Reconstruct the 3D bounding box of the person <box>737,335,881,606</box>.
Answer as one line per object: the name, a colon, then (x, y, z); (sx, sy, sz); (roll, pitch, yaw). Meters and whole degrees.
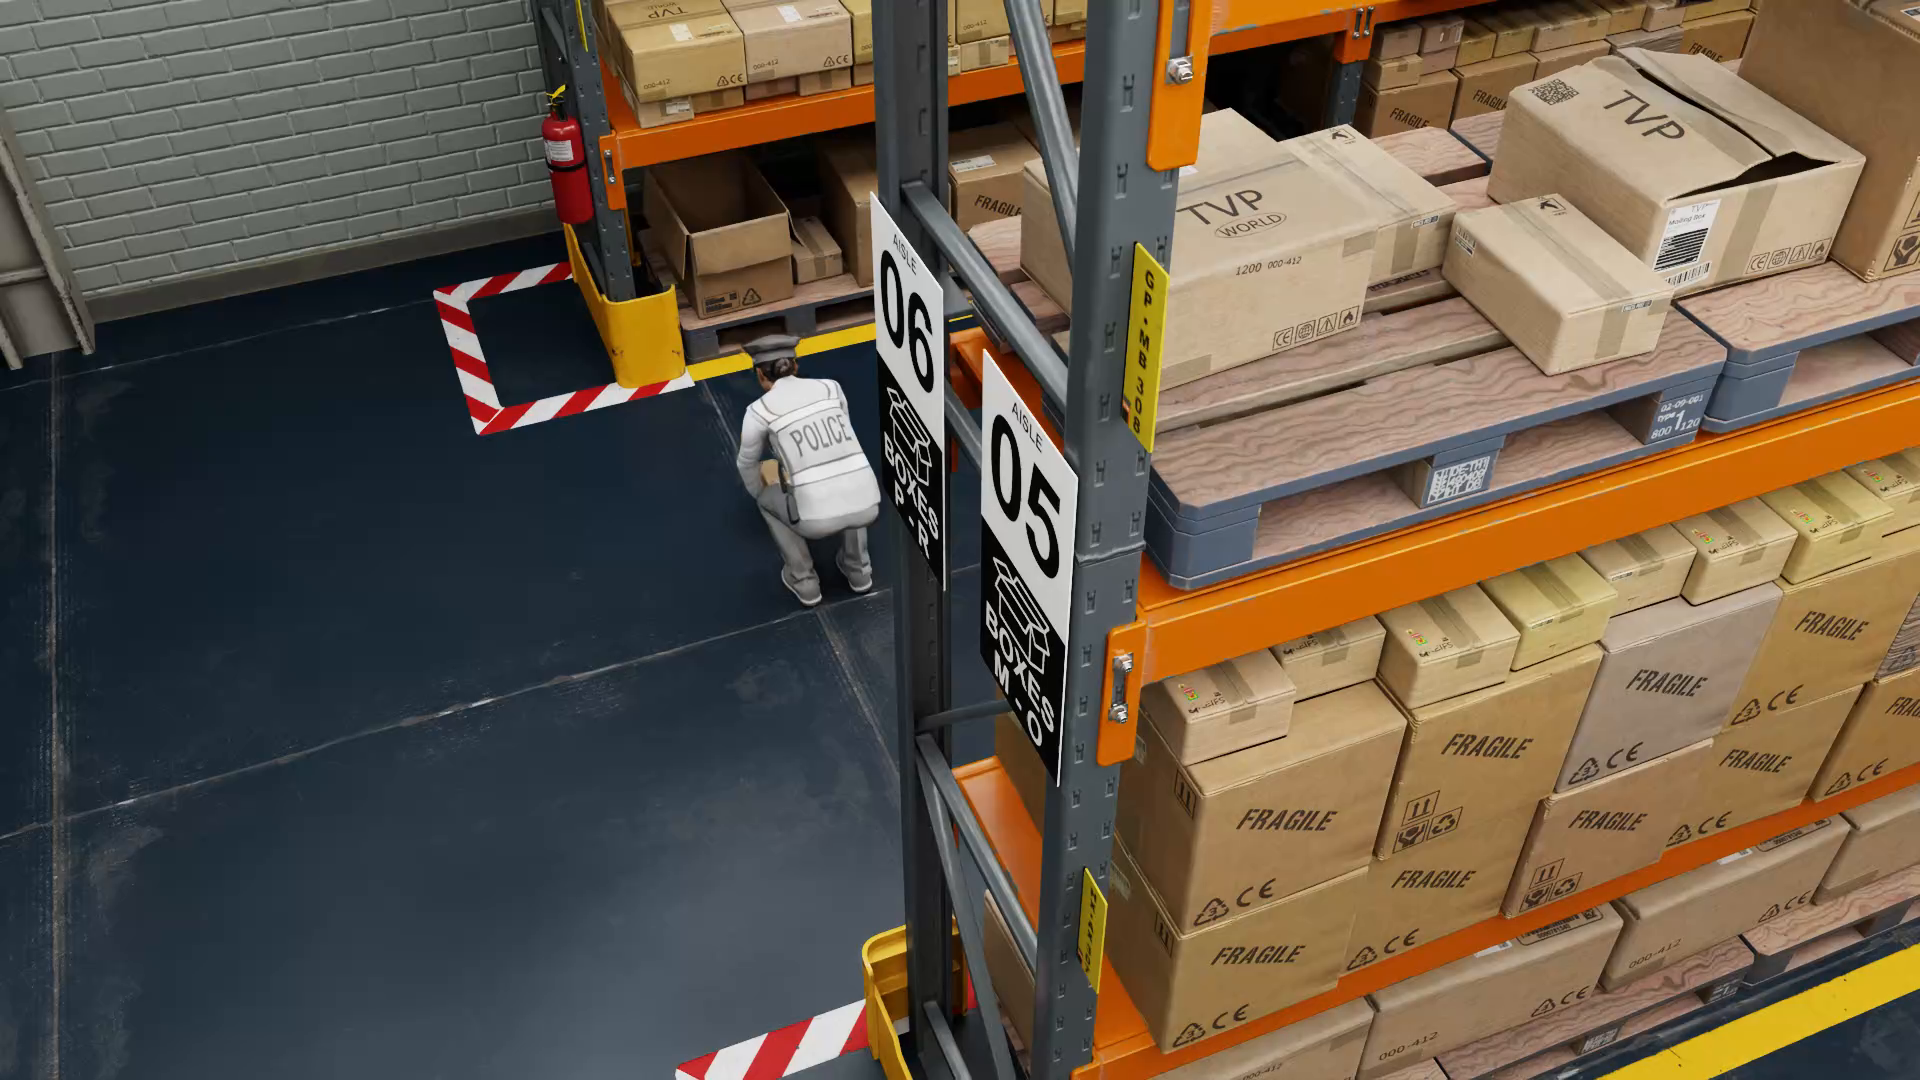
person: (-0.643, -0.278, 6.913); (0.505, 1.075, 0.827); (-16, 44, -17)
